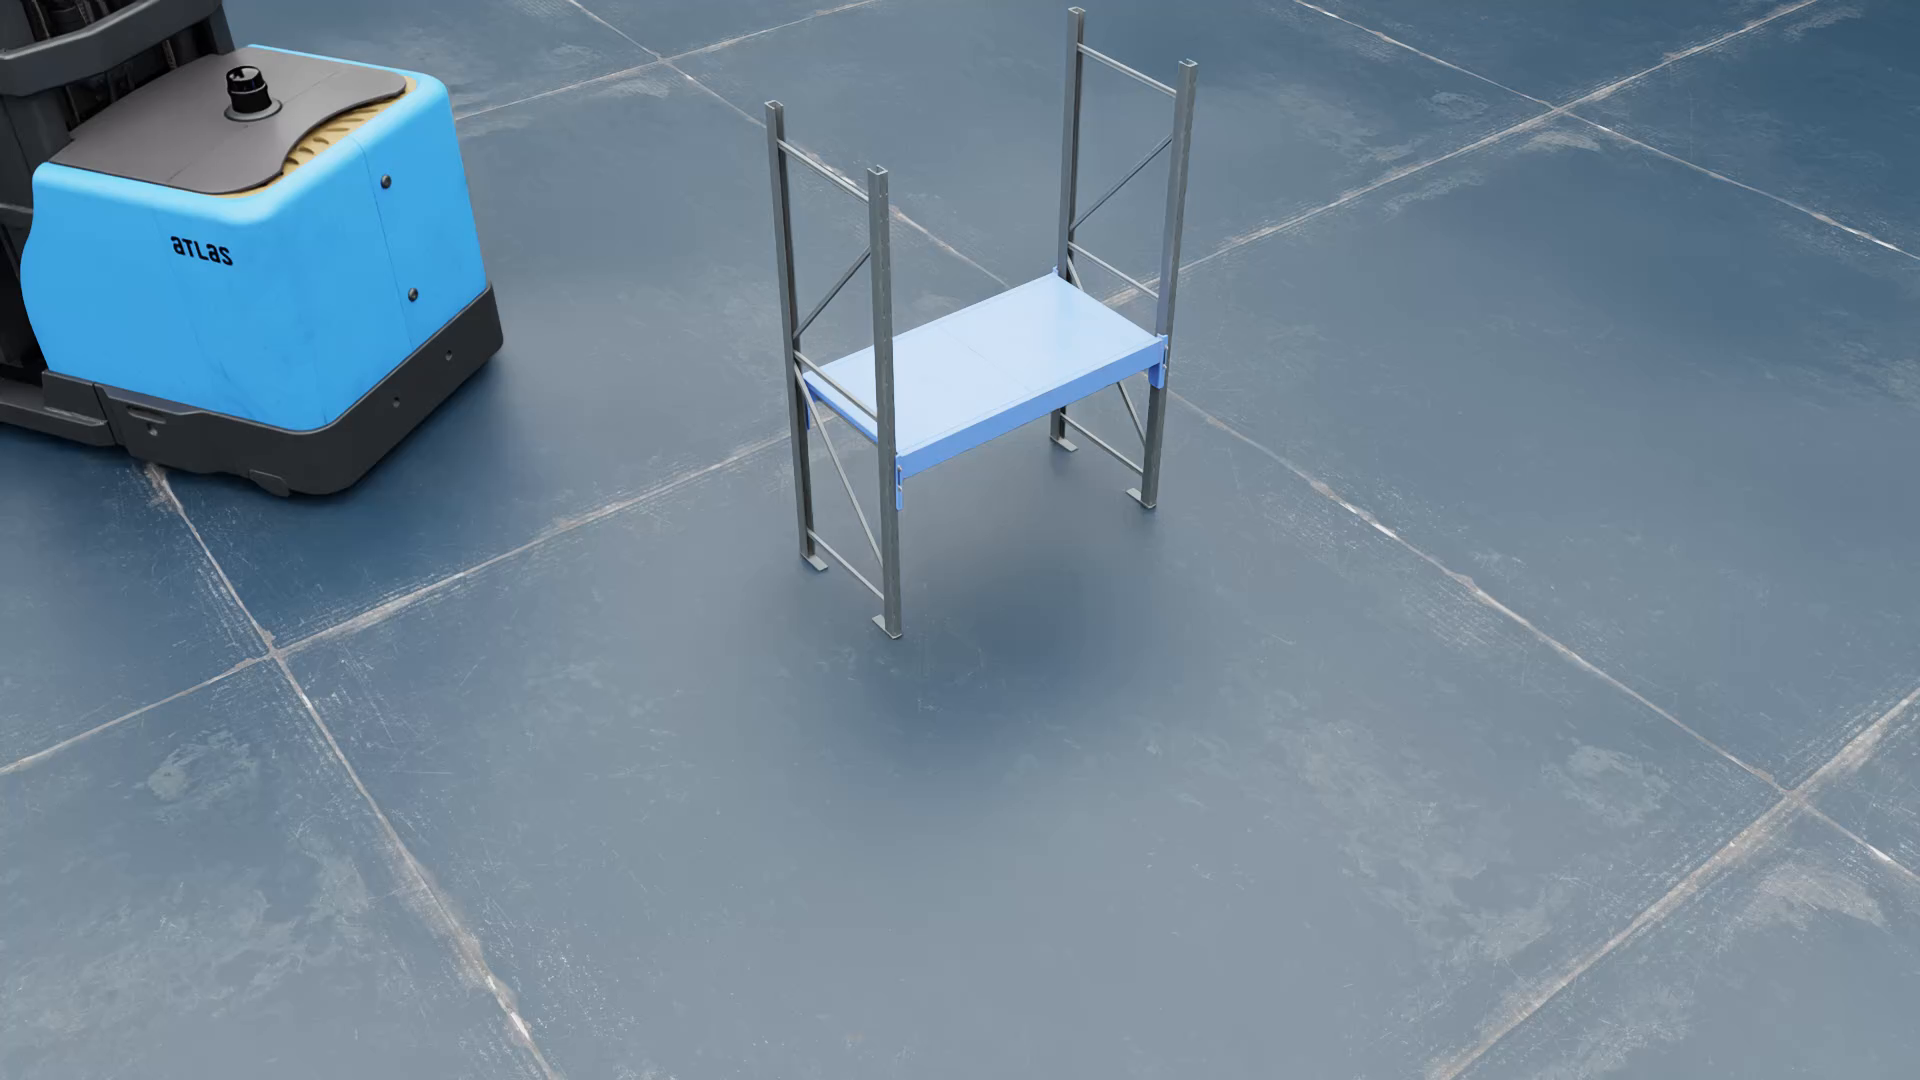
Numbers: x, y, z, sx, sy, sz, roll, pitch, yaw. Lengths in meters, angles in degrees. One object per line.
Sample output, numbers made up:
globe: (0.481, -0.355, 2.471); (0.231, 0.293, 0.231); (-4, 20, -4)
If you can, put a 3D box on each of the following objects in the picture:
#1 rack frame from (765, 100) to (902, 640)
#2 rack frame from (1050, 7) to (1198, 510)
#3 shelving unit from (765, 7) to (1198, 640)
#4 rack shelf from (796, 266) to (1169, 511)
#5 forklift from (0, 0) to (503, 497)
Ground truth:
rack frame: (-0.335, -0.416, 4.575); (0.032, 1.500, 0.500); (-26, 46, -28)
rack frame: (0.471, -0.809, 5.054); (0.032, 1.500, 0.500); (-26, 46, -28)
shelving unit: (0.068, -0.613, 4.815); (1.048, 1.500, 0.538); (-26, 46, -28)
rack shelf: (0.068, -0.474, 4.929); (1.000, 0.185, 0.538); (-26, 46, -28)
forklift: (-3.220, -1.851, 5.196); (3.031, 2.935, 1.130); (13, 41, 16)
